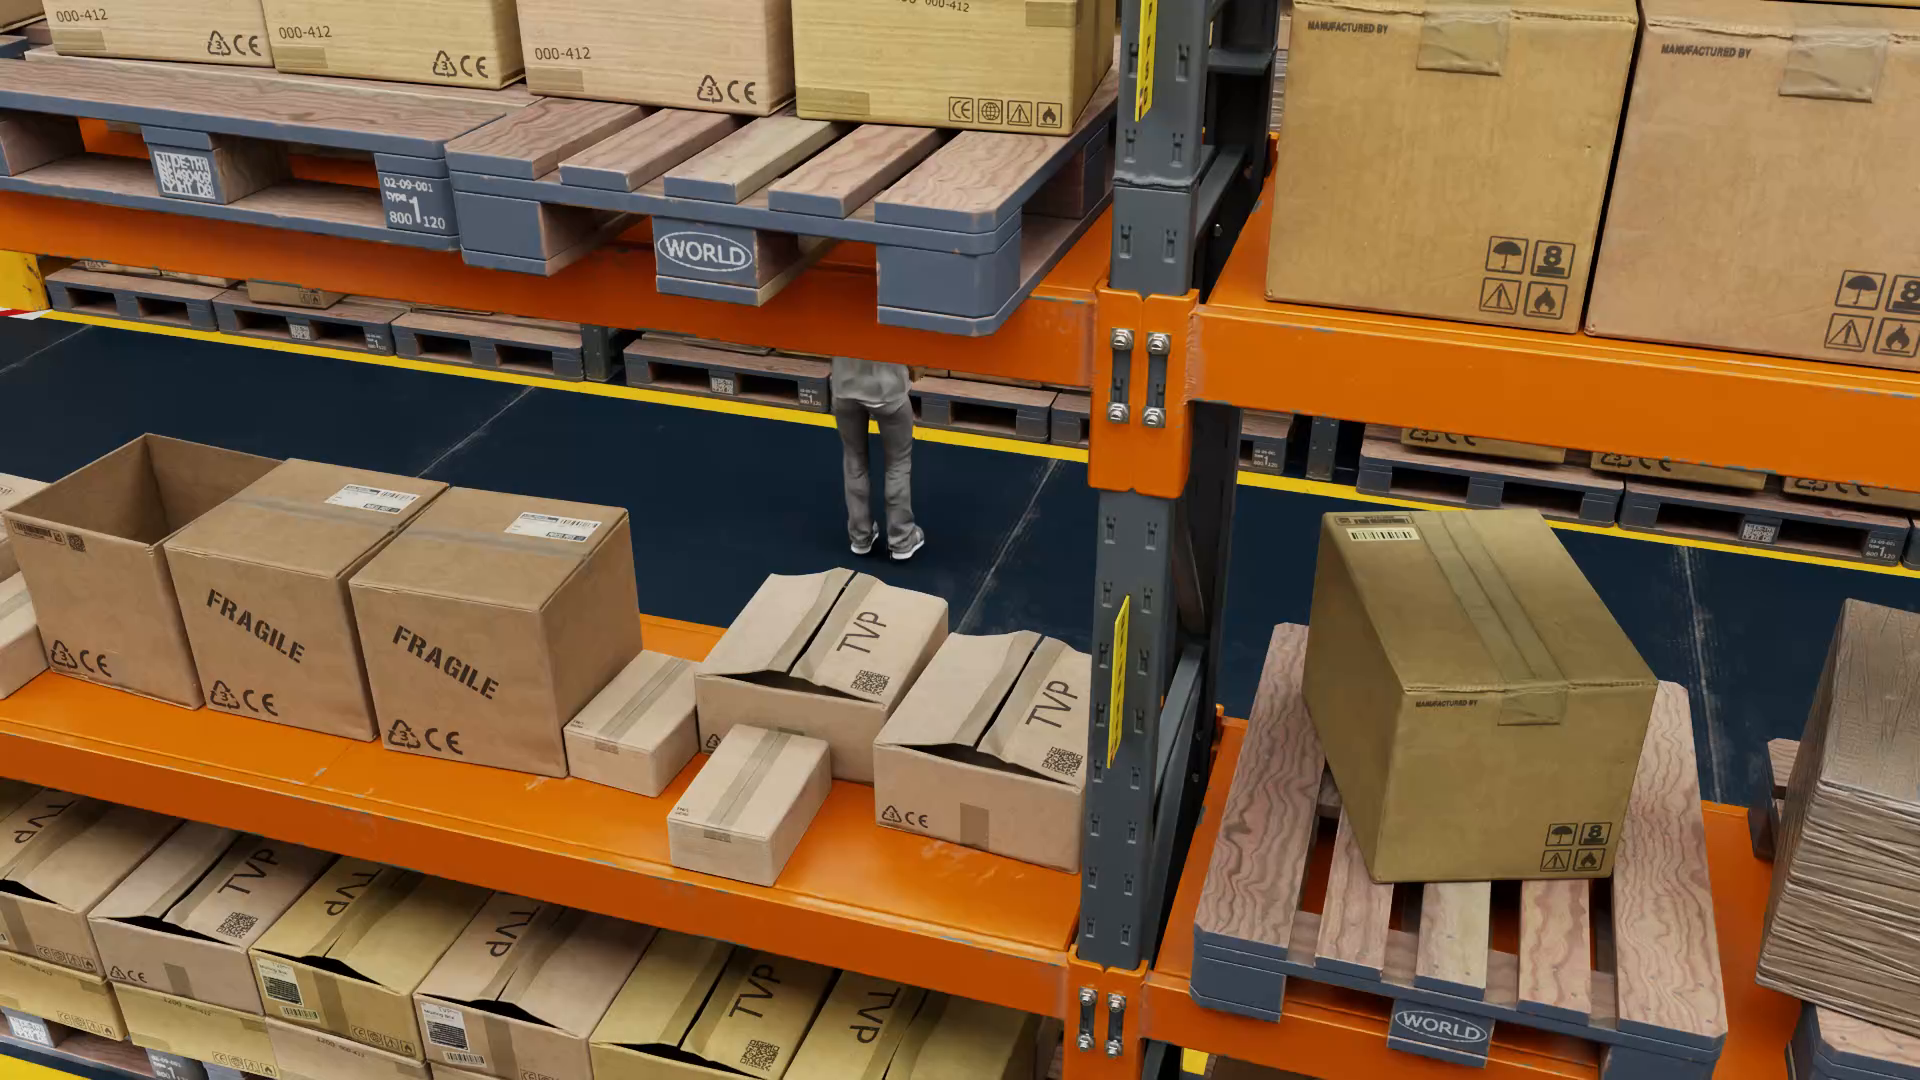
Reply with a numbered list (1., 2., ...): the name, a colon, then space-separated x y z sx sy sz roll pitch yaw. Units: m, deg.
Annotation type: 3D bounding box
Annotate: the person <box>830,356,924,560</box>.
1. person: -0.378 -0.686 7.340 0.426 1.598 0.477 6 30 11
